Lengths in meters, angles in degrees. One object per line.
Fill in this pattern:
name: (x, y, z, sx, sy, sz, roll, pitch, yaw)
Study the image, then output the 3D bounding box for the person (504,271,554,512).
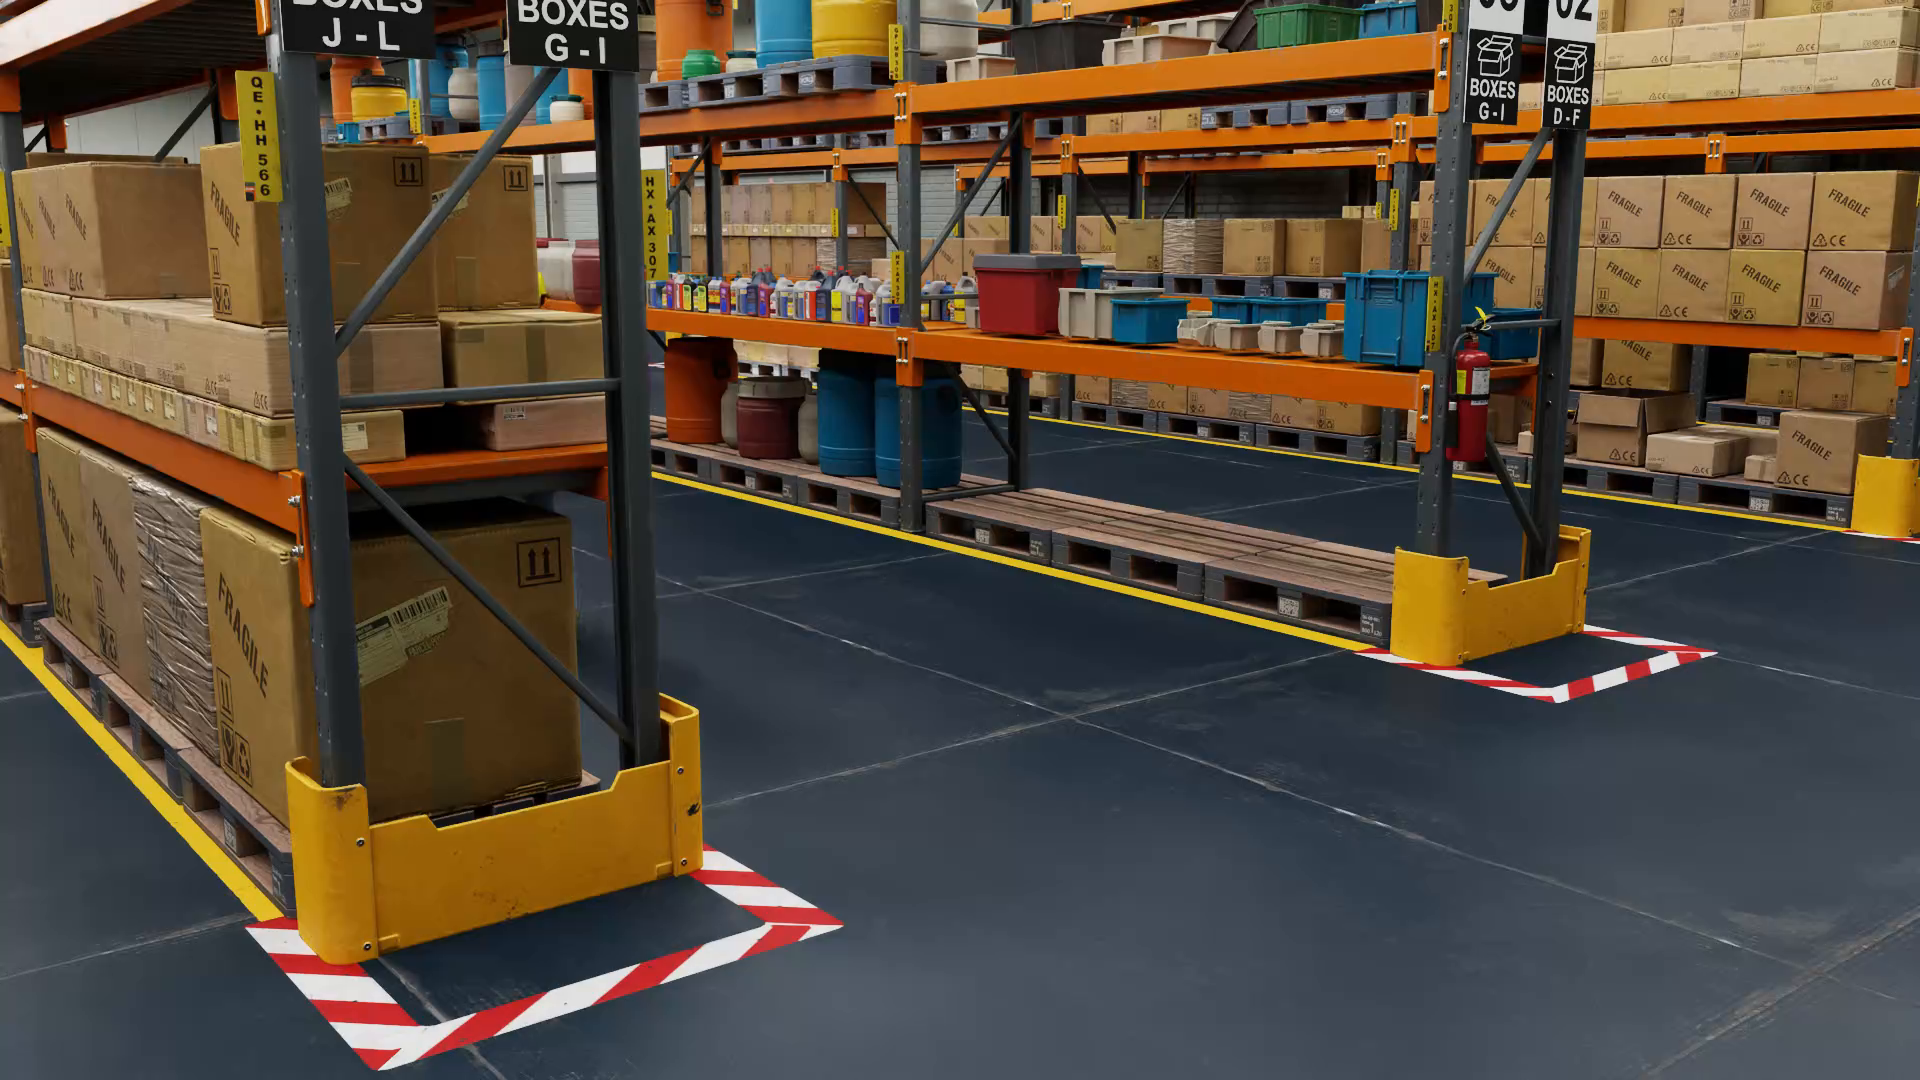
person: (-2.162, -0.497, 8.354, 0.579, 1.749, 0.706, -8, 13, -36)
